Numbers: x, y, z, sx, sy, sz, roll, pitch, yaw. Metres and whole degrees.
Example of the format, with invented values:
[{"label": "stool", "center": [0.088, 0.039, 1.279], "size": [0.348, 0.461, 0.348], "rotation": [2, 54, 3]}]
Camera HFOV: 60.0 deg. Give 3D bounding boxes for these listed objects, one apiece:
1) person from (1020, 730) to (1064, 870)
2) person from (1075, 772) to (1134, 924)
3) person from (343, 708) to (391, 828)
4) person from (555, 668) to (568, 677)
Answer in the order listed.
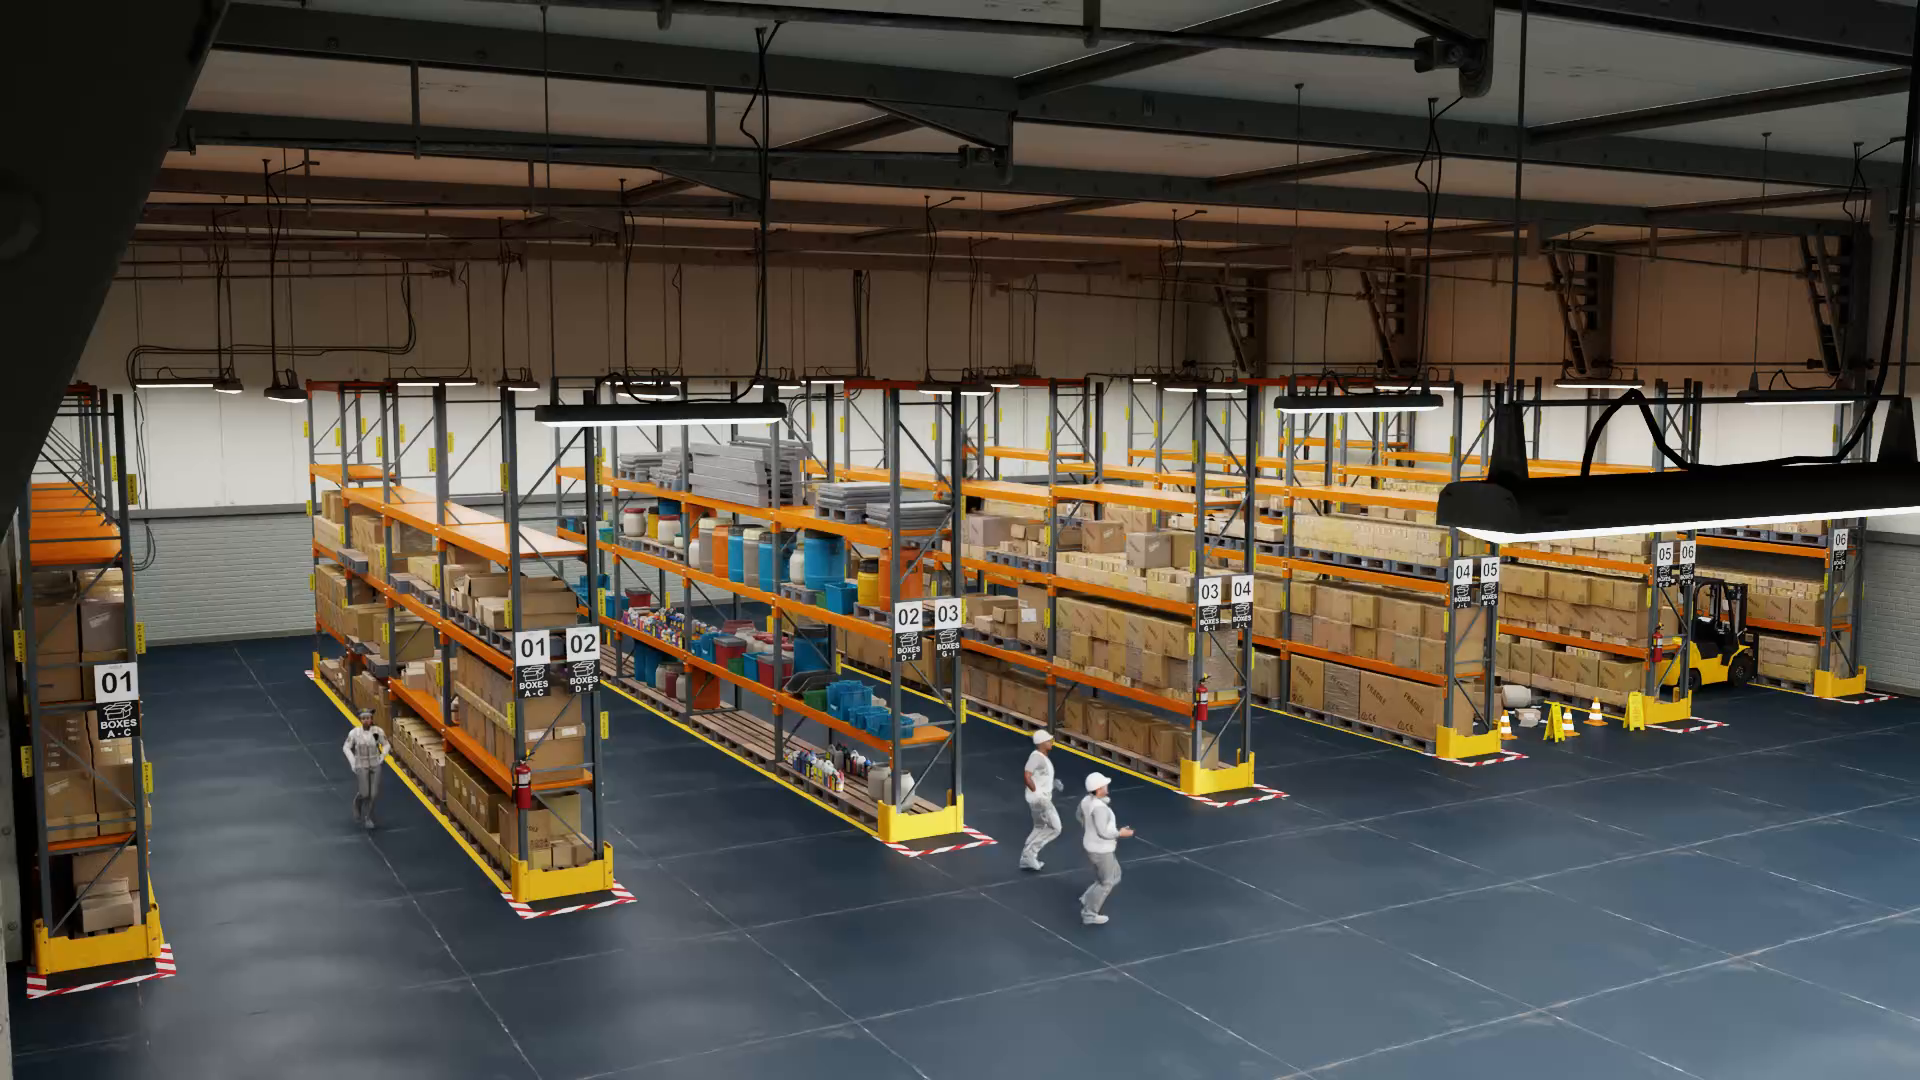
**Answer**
[{"label": "person", "center": [1.028, 3.248, 20.854], "size": [0.556, 1.738, 0.672], "rotation": [0, 6, 1]}, {"label": "person", "center": [1.648, 3.464, 18.774], "size": [0.578, 1.727, 0.647], "rotation": [-1, 6, -8]}, {"label": "person", "center": [-8.072, 3.100, 22.708], "size": [0.605, 1.669, 0.569], "rotation": [-3, 7, -27]}, {"label": "person", "center": [-6.604, 2.546, 28.178], "size": [0.506, 1.572, 0.656], "rotation": [-6, 8, -43]}]
